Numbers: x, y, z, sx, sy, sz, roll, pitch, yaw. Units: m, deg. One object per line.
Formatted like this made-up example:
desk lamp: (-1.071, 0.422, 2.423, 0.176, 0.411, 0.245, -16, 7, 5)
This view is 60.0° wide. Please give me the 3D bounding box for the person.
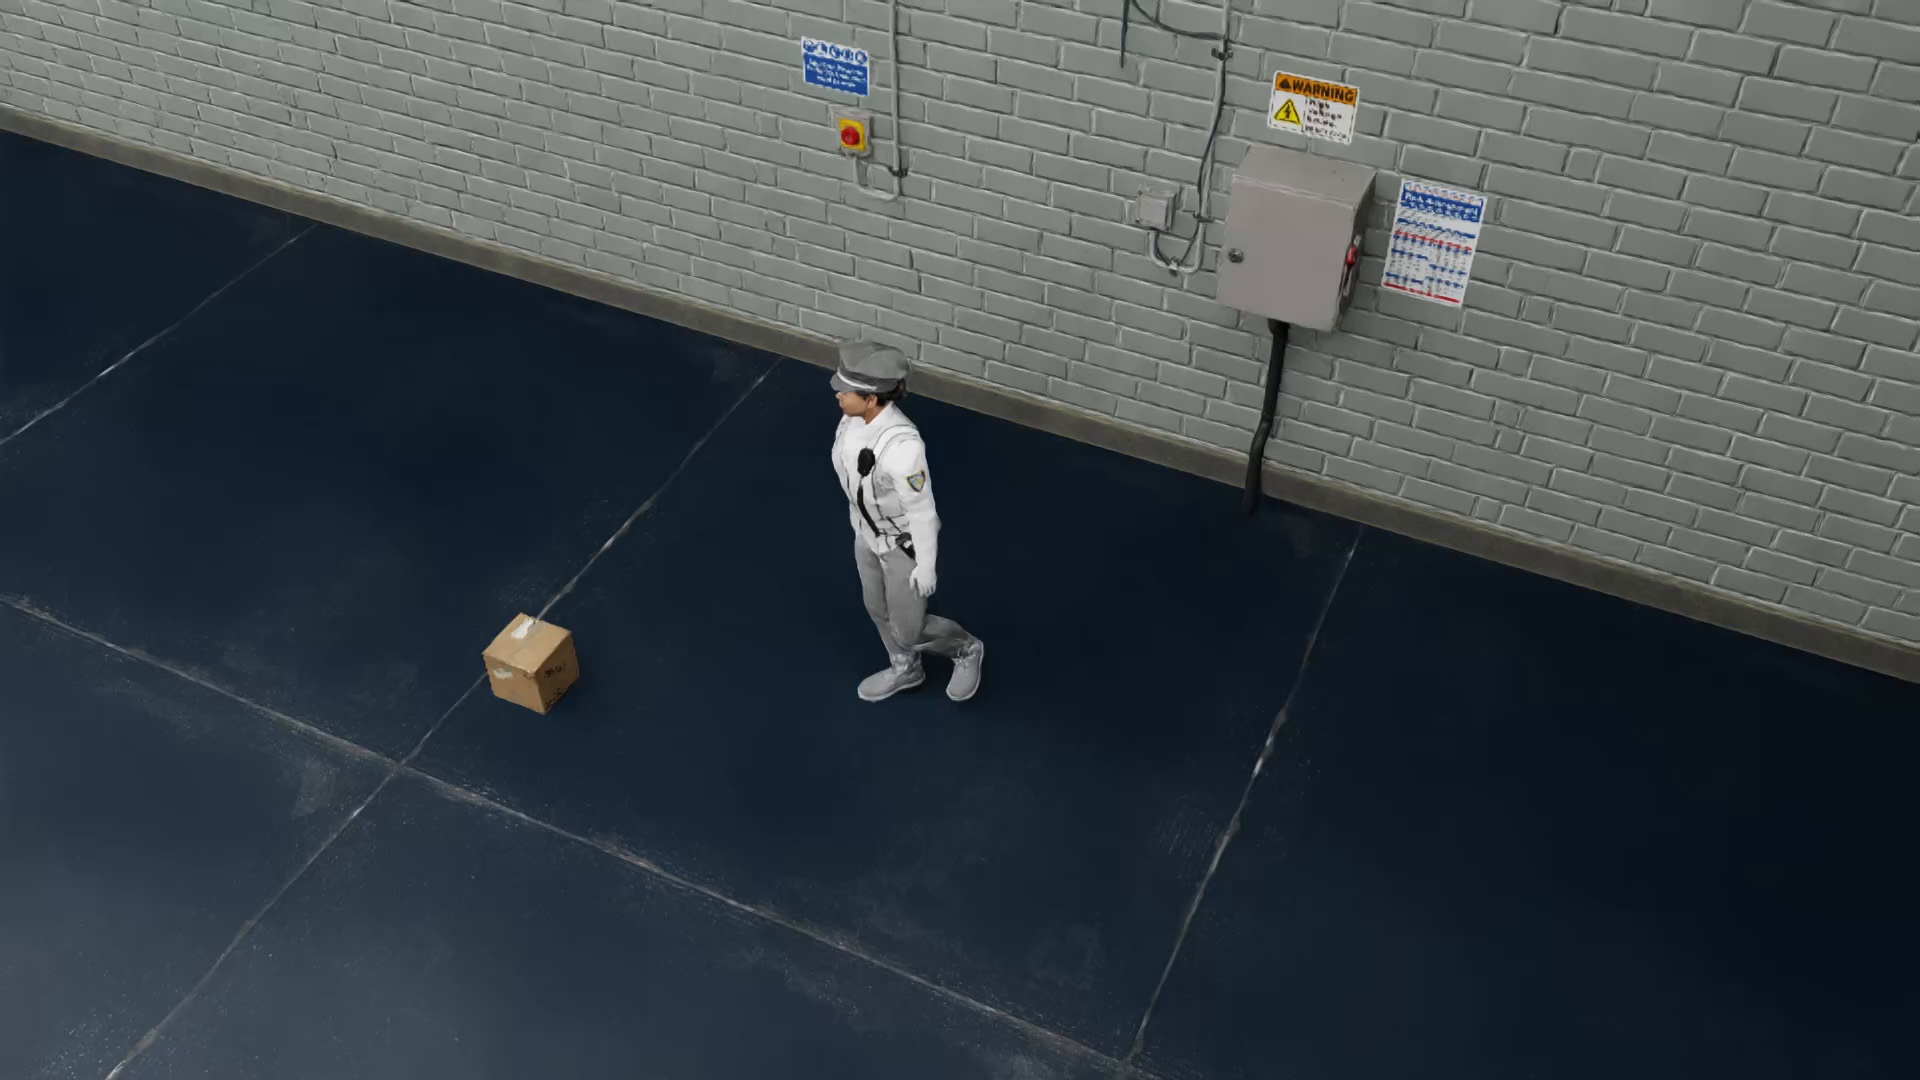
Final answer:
person: (-0.185, -0.035, 6.205, 0.529, 1.647, 0.520, -21, 46, -22)
